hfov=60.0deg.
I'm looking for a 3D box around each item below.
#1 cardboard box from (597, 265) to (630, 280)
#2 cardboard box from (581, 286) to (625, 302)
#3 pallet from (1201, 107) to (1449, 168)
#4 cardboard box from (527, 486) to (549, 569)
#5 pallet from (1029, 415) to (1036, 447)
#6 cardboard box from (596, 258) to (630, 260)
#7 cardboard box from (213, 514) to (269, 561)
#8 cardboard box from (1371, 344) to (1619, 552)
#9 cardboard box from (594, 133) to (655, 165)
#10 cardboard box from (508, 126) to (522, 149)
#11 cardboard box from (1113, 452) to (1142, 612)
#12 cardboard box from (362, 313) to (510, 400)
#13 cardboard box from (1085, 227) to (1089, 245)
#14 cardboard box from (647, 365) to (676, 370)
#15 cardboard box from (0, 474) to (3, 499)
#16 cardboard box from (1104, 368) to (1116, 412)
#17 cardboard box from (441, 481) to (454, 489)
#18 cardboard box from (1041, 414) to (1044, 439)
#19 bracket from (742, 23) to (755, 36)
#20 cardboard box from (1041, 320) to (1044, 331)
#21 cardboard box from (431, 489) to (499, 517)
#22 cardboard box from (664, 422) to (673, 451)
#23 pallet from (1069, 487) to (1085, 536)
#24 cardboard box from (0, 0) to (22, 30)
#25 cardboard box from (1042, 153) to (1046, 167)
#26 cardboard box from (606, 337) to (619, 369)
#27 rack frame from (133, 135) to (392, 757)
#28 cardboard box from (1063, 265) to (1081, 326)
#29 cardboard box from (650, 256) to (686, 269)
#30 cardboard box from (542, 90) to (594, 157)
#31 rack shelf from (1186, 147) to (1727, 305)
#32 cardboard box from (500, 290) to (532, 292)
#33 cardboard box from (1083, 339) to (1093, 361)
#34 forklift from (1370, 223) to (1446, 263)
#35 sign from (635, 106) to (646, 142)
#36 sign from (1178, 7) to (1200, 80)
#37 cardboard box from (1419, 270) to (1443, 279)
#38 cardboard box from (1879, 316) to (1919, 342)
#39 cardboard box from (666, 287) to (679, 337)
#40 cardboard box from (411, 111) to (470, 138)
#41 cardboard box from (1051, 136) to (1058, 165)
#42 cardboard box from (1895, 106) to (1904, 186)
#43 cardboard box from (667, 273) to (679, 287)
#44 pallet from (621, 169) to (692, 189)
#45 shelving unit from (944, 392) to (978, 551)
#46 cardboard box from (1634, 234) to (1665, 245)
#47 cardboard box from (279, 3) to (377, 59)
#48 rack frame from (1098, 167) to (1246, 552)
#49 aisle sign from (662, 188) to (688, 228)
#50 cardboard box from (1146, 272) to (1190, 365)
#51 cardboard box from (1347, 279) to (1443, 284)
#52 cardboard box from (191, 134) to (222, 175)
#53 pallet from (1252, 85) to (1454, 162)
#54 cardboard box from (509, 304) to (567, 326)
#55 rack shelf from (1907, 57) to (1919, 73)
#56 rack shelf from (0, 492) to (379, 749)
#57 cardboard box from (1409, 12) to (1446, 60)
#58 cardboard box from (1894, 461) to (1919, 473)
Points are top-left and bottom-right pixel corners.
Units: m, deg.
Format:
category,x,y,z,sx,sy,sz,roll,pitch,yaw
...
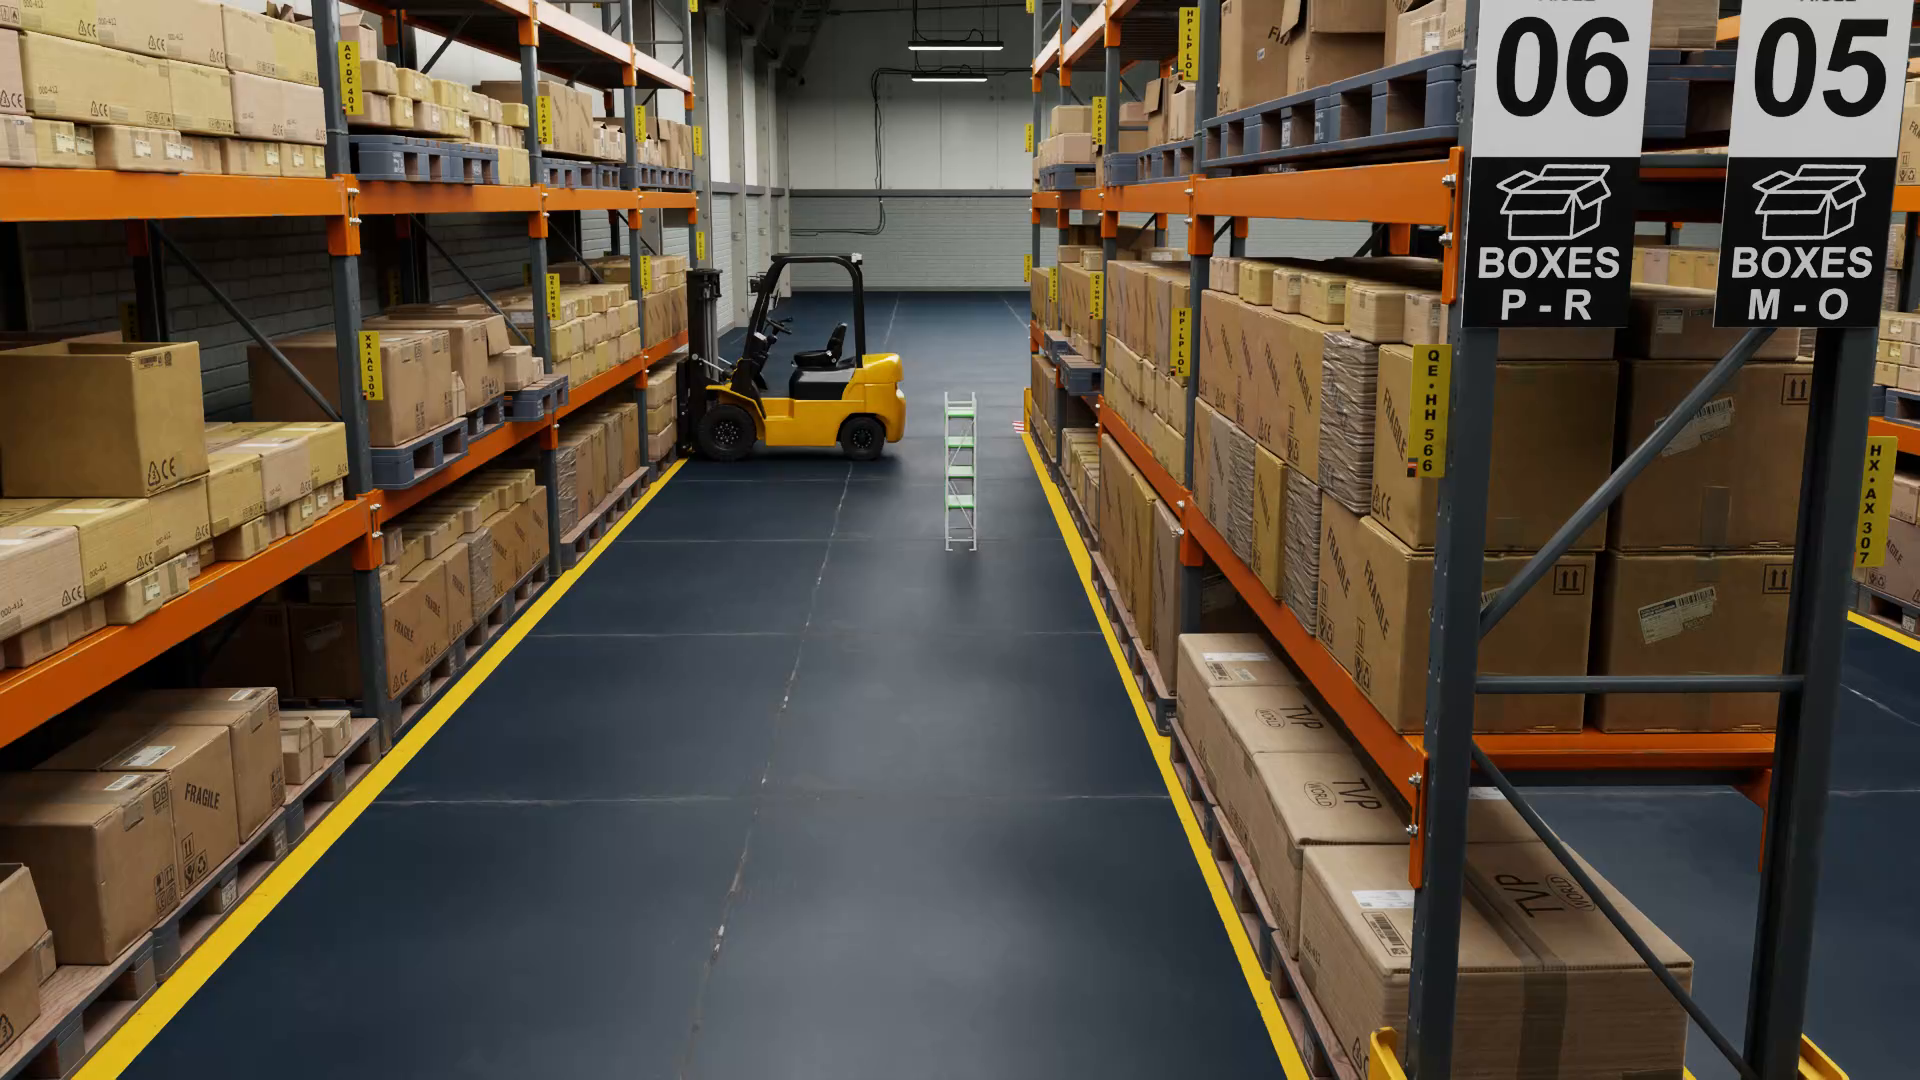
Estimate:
category,x,y,z,sx,sy,sz,roll,pitch,yaw
cardboard box,-3.345,-2.622,16.309,0.380,0.149,0.250,0,11,0
cardboard box,-3.269,-2.242,15.183,0.380,0.149,0.250,0,11,-2
pallet,1.613,-1.688,7.014,1.003,0.211,1.213,0,11,-1
cardboard box,-3.215,-0.096,11.718,0.500,0.500,0.500,0,11,0
pallet,1.341,-1.266,19.270,1.003,0.211,1.213,0,11,-1
cardboard box,-3.799,-3.027,18.306,0.380,0.149,0.250,0,11,1
cardboard box,-3.029,-0.011,6.703,0.380,0.149,0.250,0,11,-2
cardboard box,1.441,-0.263,4.545,0.500,0.500,0.500,0,11,1
cardboard box,-3.295,-3.841,16.319,0.500,0.311,0.500,0,11,0
cardboard box,-3.191,-2.721,11.255,0.380,0.149,0.250,0,11,0
cardboard box,1.469,-0.069,10.642,0.875,0.875,0.875,0,11,0
cardboard box,-3.220,-1.131,10.273,0.797,0.503,0.637,-1,11,-2
cardboard box,1.677,-2.989,17.234,0.700,0.500,0.500,0,11,-2
cardboard box,-3.243,-1.744,17.956,0.500,0.250,0.500,0,11,-2
cardboard box,-3.574,-0.075,6.016,0.500,0.250,0.500,0,11,-1
cardboard box,1.282,-1.047,11.555,0.500,0.250,0.500,0,11,-2
cardboard box,-3.740,-0.392,11.546,0.380,0.149,0.250,0,11,2
cardboard box,1.133,-1.196,17.770,0.500,0.250,0.500,0,11,0
bracket,-4.500,-10.848,35.342,0.235,0.232,0.430,0,11,-1
cardboard box,1.100,-2.413,18.540,0.380,0.149,0.250,0,11,0
cardboard box,-3.218,-0.240,10.799,0.380,0.149,0.250,0,11,1
cardboard box,-3.227,-1.050,17.050,0.500,0.250,0.500,0,11,-2
pallet,1.487,-0.250,14.260,1.003,0.211,1.213,0,11,-1
cardboard box,-3.024,-1.586,4.658,0.500,0.250,0.500,0,11,-2
cardboard box,1.129,-3.946,17.551,0.500,0.250,0.500,0,11,0
cardboard box,-3.254,-1.622,14.387,0.500,0.250,0.500,0,11,-1
rack frame,-3.356,-0.403,8.001,1.000,3.000,0.127,0,11,-1
cardboard box,1.171,-2.123,14.422,0.500,0.500,0.500,0,11,-1
cardboard box,-3.350,-3.182,19.068,0.380,0.149,0.250,0,11,-1
cardboard box,-3.231,-3.319,13.273,0.500,0.500,0.500,0,11,0
rack shelf,1.647,-1.144,5.919,1.077,0.370,4.000,0,11,-1
cardboard box,-3.766,-2.086,14.414,0.380,0.149,0.250,0,11,-1
cardboard box,1.154,-1.469,12.832,0.380,0.149,0.250,0,11,-2
forklift,3.931,-1.343,12.806,3.031,2.935,1.130,-7,13,-31
sign,-2.979,-3.875,15.480,0.100,0.325,0.005,0,11,-1
sign,1.064,-2.298,7.704,0.100,0.325,0.005,0,11,-1
cardboard box,1.914,-0.918,6.142,0.380,0.149,0.250,0,11,-1
cardboard box,6.300,-1.386,10.928,0.380,0.149,0.250,-1,11,-4
cardboard box,-3.298,-2.436,17.770,0.500,0.500,0.500,0,11,-1
cardboard box,-3.022,-2.371,9.483,0.380,0.149,0.250,0,11,0
cardboard box,1.064,-3.398,14.542,0.500,0.250,0.500,0,11,-2
cardboard box,6.234,-2.565,10.861,0.500,0.500,0.500,0,11,-1
cardboard box,-3.266,-2.833,18.094,0.380,0.149,0.250,0,11,-1
pallet,-3.616,-4.075,18.777,1.003,0.211,1.213,0,11,-1
shelving unit,0.003,-0.555,13.278,0.258,1.200,0.503,0,11,-1
cardboard box,6.414,-2.731,16.383,0.875,0.550,0.550,0,11,-1
cardboard box,-3.014,-2.415,7.908,0.396,0.266,0.258,0,11,-2
rack frame,1.523,-1.219,12.025,1.000,3.000,0.127,0,11,-1
aisle sign,-3.312,-4.077,19.571,0.394,0.787,0.004,0,11,-1
cardboard box,1.337,-1.255,9.433,0.500,0.500,0.500,0,11,1
cardboard box,1.464,-0.760,5.365,0.380,0.149,0.250,0,11,-2
cardboard box,-3.078,-1.476,6.375,0.380,0.149,0.250,0,11,1
pallet,1.635,-1.446,5.822,1.003,0.211,1.213,0,11,-1
cardboard box,-3.158,-1.683,12.426,0.380,0.149,0.250,0,11,0
rack shelf,11.307,-5.039,17.580,1.077,0.370,4.000,0,11,-1
rack shelf,-3.315,0.347,6.113,1.077,0.370,4.000,0,11,-1
cardboard box,1.501,-1.403,4.710,0.380,0.149,0.250,-1,12,-6
cardboard box,6.253,-0.369,11.179,0.500,0.250,0.500,0,11,-2
